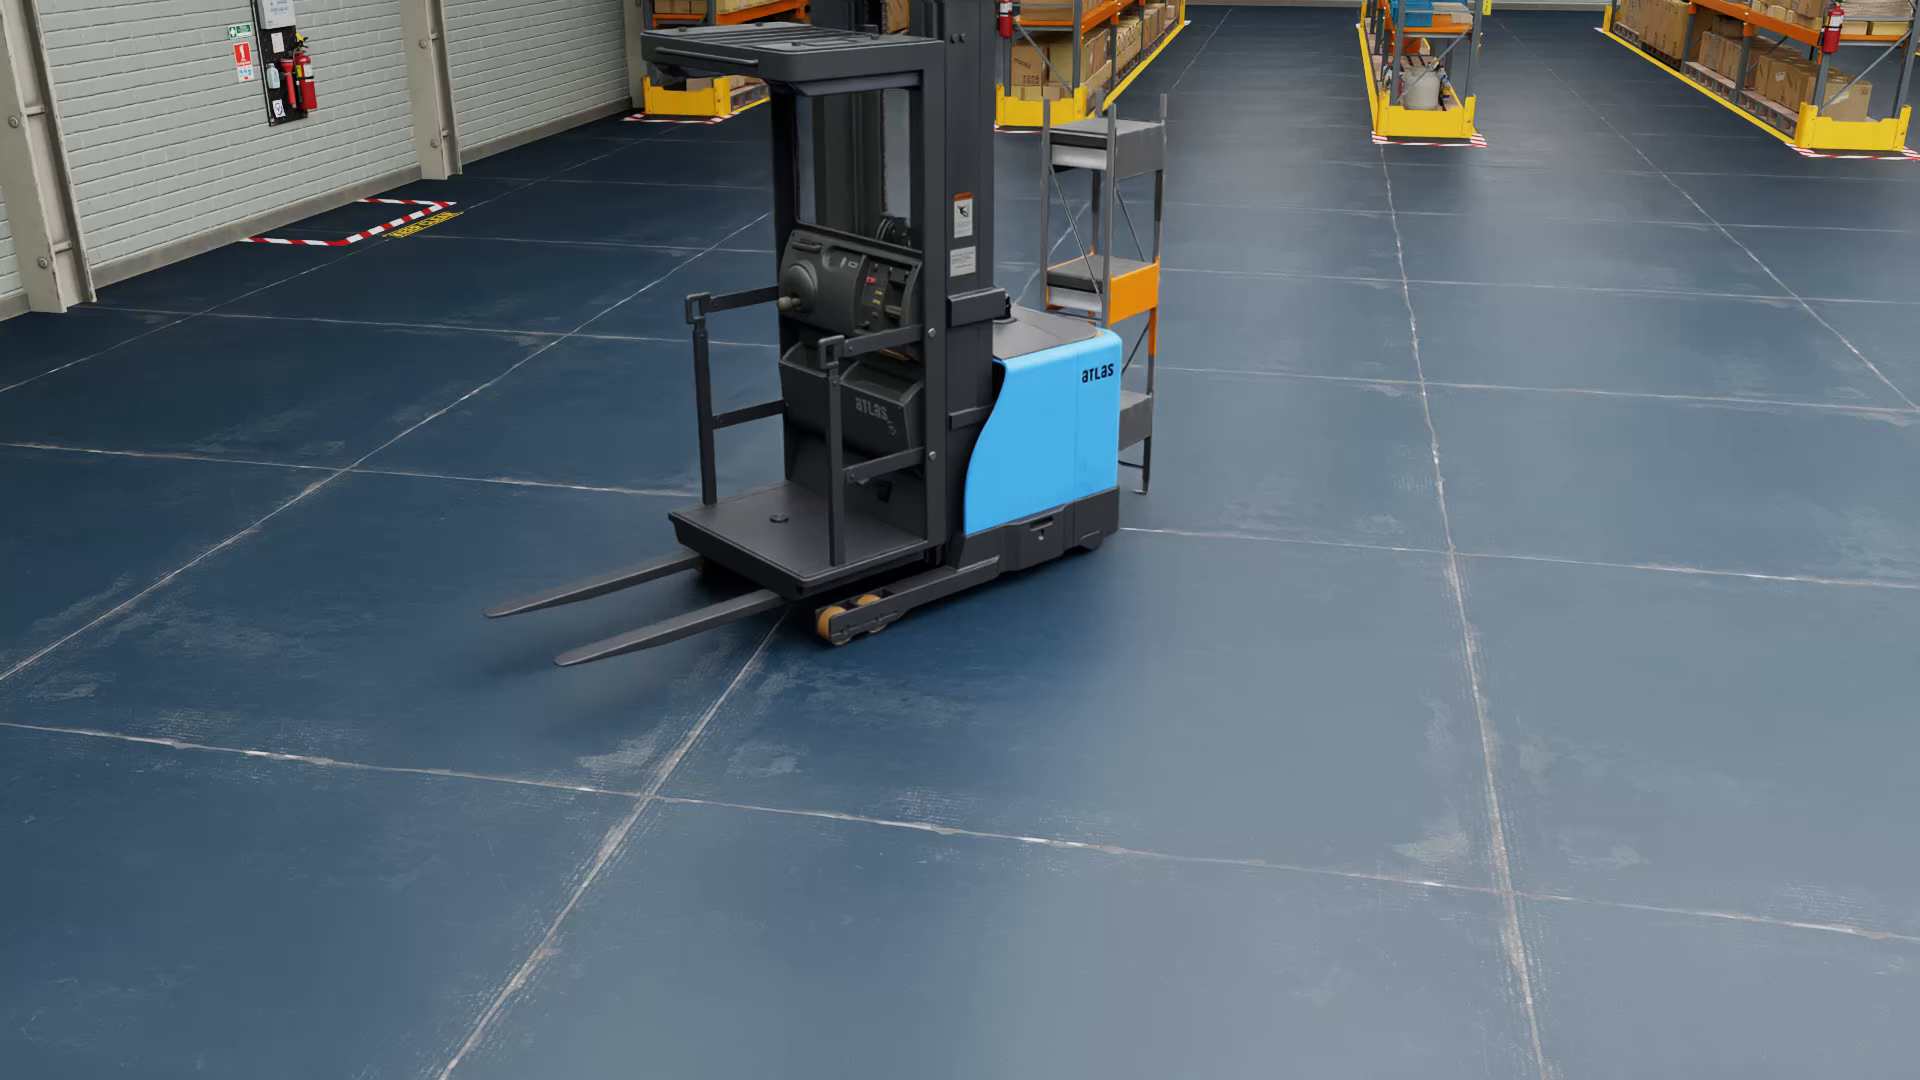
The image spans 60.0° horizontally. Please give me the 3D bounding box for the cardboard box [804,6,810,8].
[{"bbox_3d":[-2.522,-8.927,28.257,0.500,0.250,0.500,4,22,11],"label":"cardboard box"}]

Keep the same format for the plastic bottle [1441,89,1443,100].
[{"bbox_3d":[6.614,-6.096,22.632,0.097,0.201,0.097,0,22,0],"label":"plastic bottle"}]

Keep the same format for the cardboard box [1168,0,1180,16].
[{"bbox_3d":[4.464,-11.570,35.825,0.500,0.500,0.500,4,22,11],"label":"cardboard box"}]

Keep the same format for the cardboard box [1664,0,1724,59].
[{"bbox_3d":[12.560,-8.521,27.778,1.225,0.875,0.875,3,22,8],"label":"cardboard box"}]

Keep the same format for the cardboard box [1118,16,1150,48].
[{"bbox_3d":[3.074,-9.007,29.460,0.500,0.500,0.500,5,23,13],"label":"cardboard box"}]

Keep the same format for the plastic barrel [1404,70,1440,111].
[{"bbox_3d":[5.977,-5.800,21.508,0.421,0.512,0.421,0,22,0],"label":"plastic barrel"}]

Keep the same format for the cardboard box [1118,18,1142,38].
[{"bbox_3d":[2.836,-8.787,28.524,0.500,0.311,0.500,5,22,12],"label":"cardboard box"}]

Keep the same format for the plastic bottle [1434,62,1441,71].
[{"bbox_3d":[6.884,-6.694,23.916,0.144,0.351,0.185,4,22,9],"label":"plastic bottle"}]

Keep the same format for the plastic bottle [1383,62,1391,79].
[{"bbox_3d":[6.163,-6.688,23.901,0.144,0.351,0.185,5,22,12],"label":"plastic bottle"}]

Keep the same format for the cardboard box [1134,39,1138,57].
[{"bbox_3d":[2.731,-8.337,28.158,0.500,0.250,0.500,4,22,10],"label":"cardboard box"}]

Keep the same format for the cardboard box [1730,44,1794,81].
[{"bbox_3d":[11.844,-7.039,24.573,0.700,0.500,0.500,4,22,11],"label":"cardboard box"}]

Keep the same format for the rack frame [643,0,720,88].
[{"bbox_3d":[-3.781,-7.268,22.385,1.000,3.000,0.127,4,22,11],"label":"rack frame"}]

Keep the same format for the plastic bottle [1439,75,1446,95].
[{"bbox_3d":[6.724,-6.327,23.111,0.097,0.271,0.097,0,22,0],"label":"plastic bottle"}]

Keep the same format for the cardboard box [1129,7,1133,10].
[{"bbox_3d":[2.973,-9.789,31.401,0.500,0.500,0.500,5,22,12],"label":"cardboard box"}]

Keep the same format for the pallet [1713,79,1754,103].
[{"bbox_3d":[11.740,-6.590,24.433,1.003,0.211,1.213,4,22,11],"label":"pallet"}]

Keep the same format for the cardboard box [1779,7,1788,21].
[{"bbox_3d":[10.951,-6.876,21.749,0.380,0.149,0.250,4,22,11],"label":"cardboard box"}]

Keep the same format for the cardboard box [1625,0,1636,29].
[{"bbox_3d":[13.793,-10.623,32.998,0.875,0.875,0.875,4,22,11],"label":"cardboard box"}]

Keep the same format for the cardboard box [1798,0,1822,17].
[{"bbox_3d":[10.890,-6.711,20.469,0.875,0.500,0.500,4,22,11],"label":"cardboard box"}]

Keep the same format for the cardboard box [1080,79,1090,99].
[{"bbox_3d":[1.495,-6.174,22.786,0.500,0.250,0.500,4,22,11],"label":"cardboard box"}]

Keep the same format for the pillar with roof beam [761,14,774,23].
[{"bbox_3d":[0.954,-12.239,26.698,9.100,9.000,0.400,4,22,11],"label":"pillar with roof beam"}]

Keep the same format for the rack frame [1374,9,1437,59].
[{"bbox_3d":[7.550,-9.439,27.775,1.000,3.000,0.127,4,22,11],"label":"rack frame"}]

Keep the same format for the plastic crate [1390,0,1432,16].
[{"bbox_3d":[5.865,-6.887,21.638,0.499,0.251,0.408,4,22,11],"label":"plastic crate"}]

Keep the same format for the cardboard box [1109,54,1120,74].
[{"bbox_3d":[2.210,-7.403,25.838,0.500,0.250,0.500,4,22,10],"label":"cardboard box"}]

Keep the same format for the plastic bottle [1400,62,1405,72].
[{"bbox_3d":[6.304,-6.677,23.873,0.144,0.351,0.185,4,22,11],"label":"plastic bottle"}]

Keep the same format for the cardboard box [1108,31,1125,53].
[{"bbox_3d":[2.321,-7.849,26.196,0.500,0.311,0.500,4,22,10],"label":"cardboard box"}]

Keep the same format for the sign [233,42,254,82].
[{"bbox_3d":[-6.465,-4.317,15.010,0.001,0.329,0.234,4,22,11],"label":"sign"}]

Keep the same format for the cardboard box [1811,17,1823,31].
[{"bbox_3d":[10.674,-6.326,20.381,0.380,0.149,0.250,4,22,11],"label":"cardboard box"}]

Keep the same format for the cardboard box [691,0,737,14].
[{"bbox_3d":[-3.371,-7.362,22.793,0.500,0.250,0.500,4,22,9],"label":"cardboard box"}]

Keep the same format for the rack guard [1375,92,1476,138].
[{"bbox_3d":[5.887,-5.385,21.055,1.175,0.500,0.348,4,22,11],"label":"rack guard"}]

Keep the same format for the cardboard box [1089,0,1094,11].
[{"bbox_3d":[1.490,-7.674,23.260,0.700,0.500,0.500,5,23,13],"label":"cardboard box"}]

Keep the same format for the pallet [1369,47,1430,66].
[{"bbox_3d":[7.670,-8.437,29.019,1.003,0.211,1.213,4,22,11],"label":"pallet"}]

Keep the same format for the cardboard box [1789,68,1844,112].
[{"bbox_3d":[11.145,-5.847,21.639,0.500,0.500,0.500,7,23,16],"label":"cardboard box"}]

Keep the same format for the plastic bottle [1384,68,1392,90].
[{"bbox_3d":[5.999,-6.395,23.174,0.144,0.351,0.185,5,23,13],"label":"plastic bottle"}]

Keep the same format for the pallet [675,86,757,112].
[{"bbox_3d":[-3.565,-6.297,23.706,1.003,0.211,1.213,4,22,11],"label":"pallet"}]

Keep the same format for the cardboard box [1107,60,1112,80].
[{"bbox_3d":[2.005,-7.088,25.056,0.500,0.250,0.500,4,22,11],"label":"cardboard box"}]

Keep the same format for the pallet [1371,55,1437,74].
[{"bbox_3d":[7.354,-7.865,27.600,1.003,0.211,1.213,4,22,11],"label":"pallet"}]

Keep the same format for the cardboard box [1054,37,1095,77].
[{"bbox_3d":[1.586,-6.705,23.102,0.500,0.500,0.500,4,22,11],"label":"cardboard box"}]

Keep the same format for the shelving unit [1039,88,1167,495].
[{"bbox_3d":[0.711,-1.187,8.490,0.431,2.100,0.503,15,26,33],"label":"shelving unit"}]

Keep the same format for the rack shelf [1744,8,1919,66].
[{"bbox_3d":[11.174,-6.533,21.523,1.077,0.370,4.000,4,22,11],"label":"rack shelf"}]

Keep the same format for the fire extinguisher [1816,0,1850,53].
[{"bbox_3d":[10.292,-6.093,19.570,0.296,0.674,0.183,4,22,11],"label":"fire extinguisher"}]

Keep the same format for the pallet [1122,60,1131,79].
[{"bbox_3d":[2.244,-7.781,27.392,1.003,0.211,1.213,4,22,11],"label":"pallet"}]

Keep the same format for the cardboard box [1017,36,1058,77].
[{"bbox_3d":[1.077,-6.745,23.200,0.500,0.500,0.500,4,22,11],"label":"cardboard box"}]

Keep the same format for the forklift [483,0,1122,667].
[{"bbox_3d":[-0.651,-1.124,7.221,3.031,2.935,1.130,-18,28,-38],"label":"forklift"}]

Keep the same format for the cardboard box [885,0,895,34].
[{"bbox_3d":[-1.685,-9.970,31.410,0.750,0.750,0.750,4,22,11],"label":"cardboard box"}]

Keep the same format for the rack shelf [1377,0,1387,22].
[{"bbox_3d":[7.142,-8.374,26.093,1.077,0.370,4.000,4,22,11],"label":"rack shelf"}]

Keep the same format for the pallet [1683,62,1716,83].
[{"bbox_3d":[12.238,-7.482,26.649,1.003,0.211,1.213,4,22,11],"label":"pallet"}]

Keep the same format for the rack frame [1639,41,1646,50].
[{"bbox_3d":[13.215,-10.524,30.470,1.000,3.000,0.127,4,22,11],"label":"rack frame"}]

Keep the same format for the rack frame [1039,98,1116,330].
[{"bbox_3d":[0.568,-1.113,8.307,0.400,2.100,0.015,15,26,33],"label":"rack frame"}]

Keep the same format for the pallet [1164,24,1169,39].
[{"bbox_3d":[3.659,-10.238,33.492,1.003,0.211,1.213,4,22,11],"label":"pallet"}]

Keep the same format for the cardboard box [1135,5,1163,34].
[{"bbox_3d":[3.588,-9.943,31.783,0.500,0.500,0.500,5,22,11],"label":"cardboard box"}]

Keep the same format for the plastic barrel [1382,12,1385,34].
[{"bbox_3d":[8.094,-9.666,30.587,0.600,0.901,0.708,4,22,11],"label":"plastic barrel"}]

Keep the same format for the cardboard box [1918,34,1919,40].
[{"bbox_3d":[17.922,-9.341,30.786,0.380,0.149,0.250,4,22,9],"label":"cardboard box"}]

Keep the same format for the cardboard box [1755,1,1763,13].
[{"bbox_3d":[11.180,-7.336,22.889,0.380,0.149,0.250,4,22,11],"label":"cardboard box"}]

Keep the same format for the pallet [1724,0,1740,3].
[{"bbox_3d":[12.035,-8.245,25.068,1.003,0.211,1.213,4,22,11],"label":"pallet"}]
